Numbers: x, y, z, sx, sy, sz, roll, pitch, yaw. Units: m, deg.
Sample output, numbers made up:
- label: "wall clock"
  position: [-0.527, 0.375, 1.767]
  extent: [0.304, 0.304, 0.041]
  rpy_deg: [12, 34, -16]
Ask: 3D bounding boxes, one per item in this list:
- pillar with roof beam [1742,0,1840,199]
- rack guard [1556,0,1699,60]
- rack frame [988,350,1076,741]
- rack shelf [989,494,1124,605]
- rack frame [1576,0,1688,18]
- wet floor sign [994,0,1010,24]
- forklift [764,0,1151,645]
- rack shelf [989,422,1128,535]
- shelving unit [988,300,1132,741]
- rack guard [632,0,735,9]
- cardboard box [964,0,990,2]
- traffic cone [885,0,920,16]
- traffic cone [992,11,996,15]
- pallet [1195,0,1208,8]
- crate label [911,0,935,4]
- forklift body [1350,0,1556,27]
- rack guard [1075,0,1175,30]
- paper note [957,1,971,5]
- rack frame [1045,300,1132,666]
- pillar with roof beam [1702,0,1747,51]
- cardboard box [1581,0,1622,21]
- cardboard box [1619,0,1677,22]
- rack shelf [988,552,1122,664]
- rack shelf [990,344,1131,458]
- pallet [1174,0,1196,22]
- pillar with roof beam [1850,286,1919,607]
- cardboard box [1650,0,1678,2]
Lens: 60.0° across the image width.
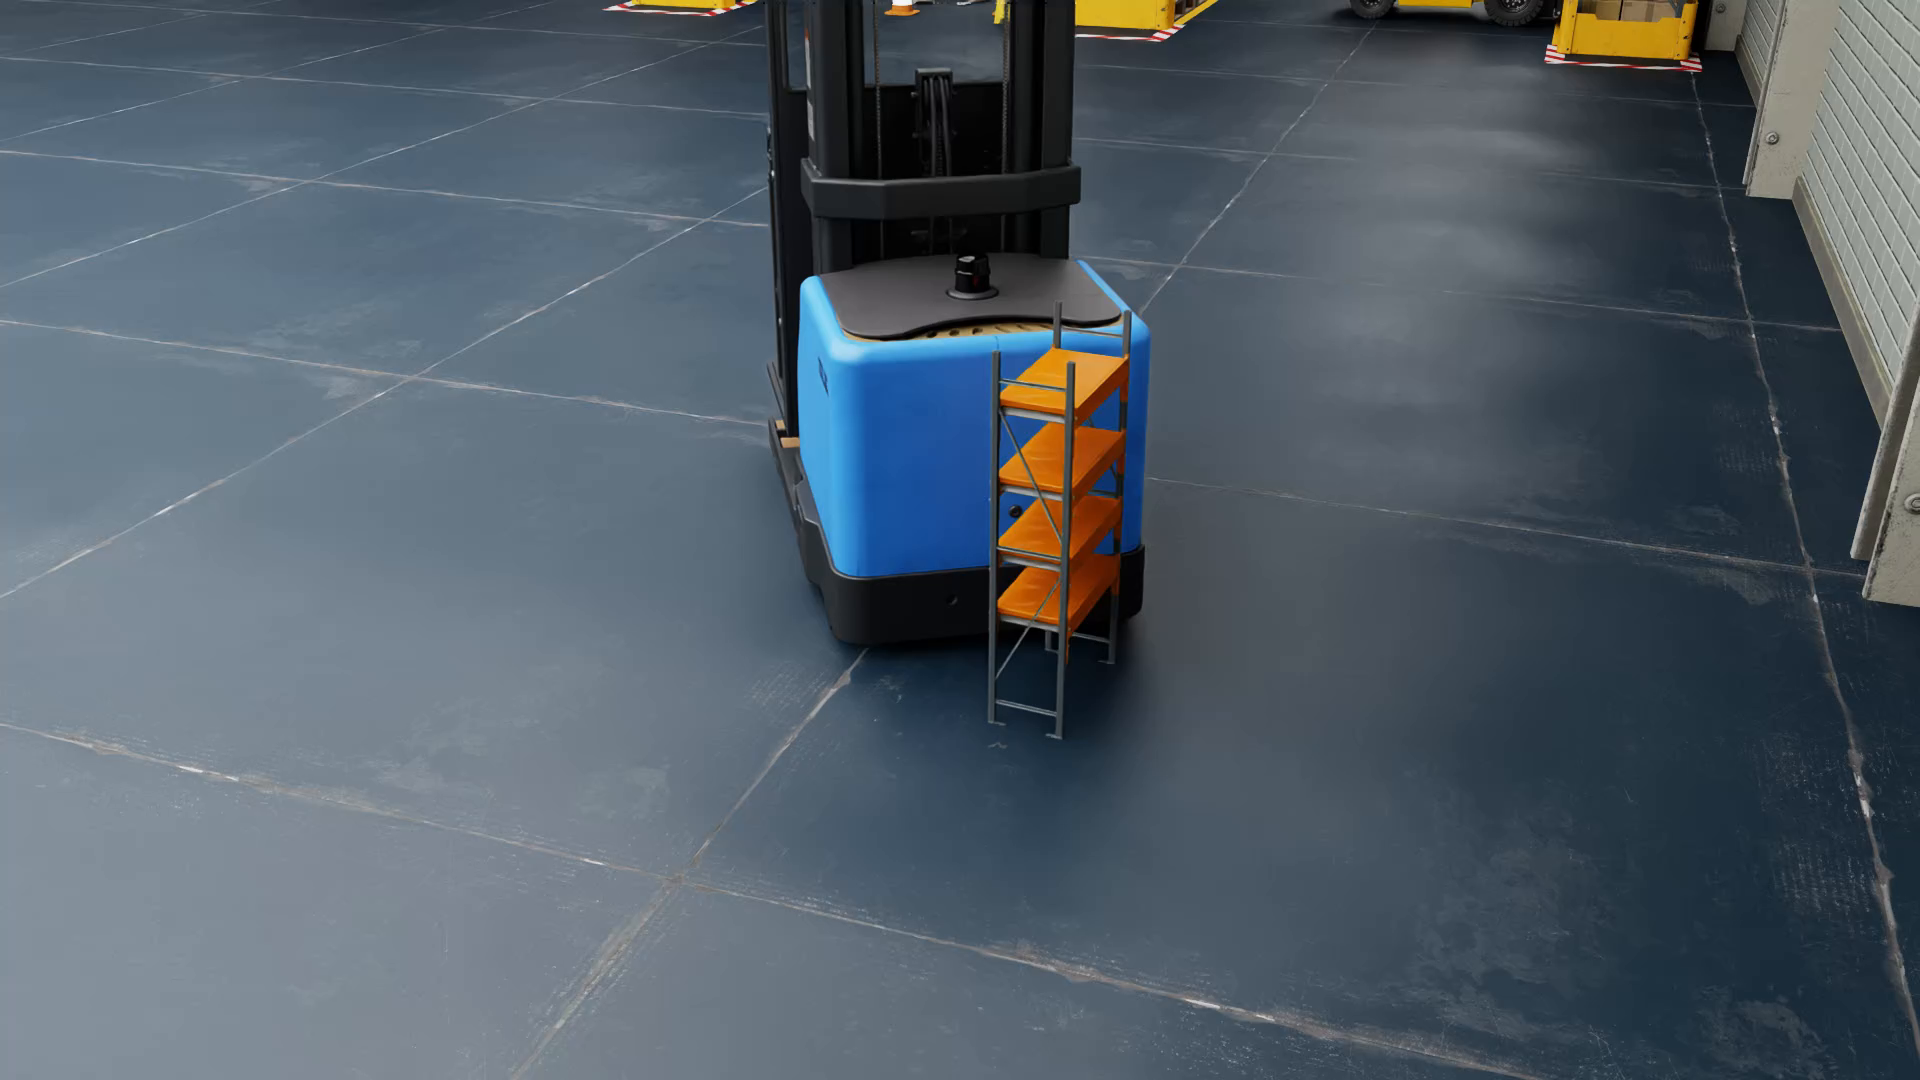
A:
- label: "pillar with roof beam"
  position: [1.314, -6.992, 10.366]
  extent: [9.100, 9.000, 0.400]
  rpy_deg: [9, 27, 17]
- label: "rack guard"
  position: [6.280, -4.843, 15.680]
  extent: [1.175, 0.500, 0.348]
  rpy_deg: [9, 27, 17]
- label: "rack frame"
  position: [0.200, 0.041, 4.789]
  extent: [0.240, 1.200, 0.015]
  rpy_deg: [11, 28, 21]
- label: "rack shelf"
  position: [0.297, 0.004, 5.020]
  extent: [0.258, 0.148, 0.480]
  rpy_deg: [11, 28, 21]
- label: "rack frame"
  position: [6.288, -5.978, 15.155]
  extent: [1.000, 3.000, 0.127]
  rpy_deg: [9, 27, 17]
- label: "wet floor sign"
  position: [0.534, -5.714, 17.311]
  extent: [0.267, 0.644, 0.232]
  rpy_deg: [20, 32, 35]
- label: "forklift"
  position: [-0.186, -1.598, 6.186]
  extent: [1.130, 2.935, 3.031]
  rpy_deg: [-5, 26, -10]
- label: "rack shelf"
  position: [0.297, -0.198, 4.922]
  extent: [0.258, 0.148, 0.480]
  rpy_deg: [11, 28, 21]
- label: "shelving unit"
  position: [0.297, -0.057, 4.990]
  extent: [0.258, 1.200, 0.503]
  rpy_deg: [11, 28, 21]
- label: "rack guard"
  position: [-3.103, -6.238, 18.560]
  extent: [1.175, 0.500, 0.348]
  rpy_deg: [9, 27, 17]
- label: "cardboard box"
  position: [0.137, -6.245, 18.977]
  extent: [0.250, 0.149, 0.380]
  rpy_deg: [-20, 33, -36]
- label: "traffic cone"
  position: [-0.627, -5.940, 17.987]
  extent: [0.336, 0.463, 0.334]
  rpy_deg: [9, 27, 17]
- label: "traffic cone"
  position: [0.533, -5.919, 17.943]
  extent: [0.336, 0.463, 0.334]
  rpy_deg: [9, 27, 17]
- label: "pallet"
  position: [2.343, -6.301, 19.022]
  extent: [1.003, 0.211, 1.213]
  rpy_deg: [9, 27, 17]
- label: "crate label"
  position: [-0.424, -6.125, 18.744]
  extent: [0.250, 0.136, 0.298]
  rpy_deg: [-5, 26, -9]
- label: "forklift body"
  position: [5.199, -6.640, 17.496]
  extent: [2.313, 2.155, 1.214]
  rpy_deg: [9, 27, 17]
- label: "rack guard"
  position: [1.632, -5.603, 17.248]
  extent: [1.175, 0.500, 0.348]
  rpy_deg: [9, 27, 17]
- label: "paper note"
  position: [0.044, -6.037, 18.684]
  extent: [0.148, 0.019, 0.142]
  rpy_deg: [0, 26, -1]
- label: "rack frame"
  position: [0.394, -0.154, 5.192]
  extent: [0.240, 1.200, 0.015]
  rpy_deg: [11, 28, 21]
- label: "pillar with roof beam"
  position: [3.310, -9.458, 15.458]
  extent: [9.100, 9.000, 0.400]
  rpy_deg: [9, 27, 17]
- label: "cardboard box"
  position: [6.147, -5.169, 16.156]
  extent: [0.500, 0.250, 0.500]
  rpy_deg: [9, 27, 18]
- label: "cardboard box"
  position: [6.636, -5.103, 16.021]
  extent: [0.500, 0.250, 0.500]
  rpy_deg: [9, 27, 18]
- label: "rack shelf"
  position: [0.297, 0.182, 5.106]
  extent: [0.258, 0.148, 0.480]
  rpy_deg: [11, 28, 21]
- label: "rack shelf"
  position: [0.297, -0.410, 4.819]
  extent: [0.258, 0.148, 0.480]
  rpy_deg: [11, 28, 21]
- label: "pallet"
  position: [1.935, -5.801, 17.990]
  extent: [1.003, 0.211, 1.213]
  rpy_deg: [9, 27, 17]
- label: "pillar with roof beam"
  position: [-0.683, -4.527, 5.273]
  extent: [9.100, 9.000, 0.400]
  rpy_deg: [9, 27, 17]
- label: "cardboard box"
  position: [6.641, -5.318, 15.891]
  extent: [0.500, 0.250, 0.500]
  rpy_deg: [9, 27, 18]
